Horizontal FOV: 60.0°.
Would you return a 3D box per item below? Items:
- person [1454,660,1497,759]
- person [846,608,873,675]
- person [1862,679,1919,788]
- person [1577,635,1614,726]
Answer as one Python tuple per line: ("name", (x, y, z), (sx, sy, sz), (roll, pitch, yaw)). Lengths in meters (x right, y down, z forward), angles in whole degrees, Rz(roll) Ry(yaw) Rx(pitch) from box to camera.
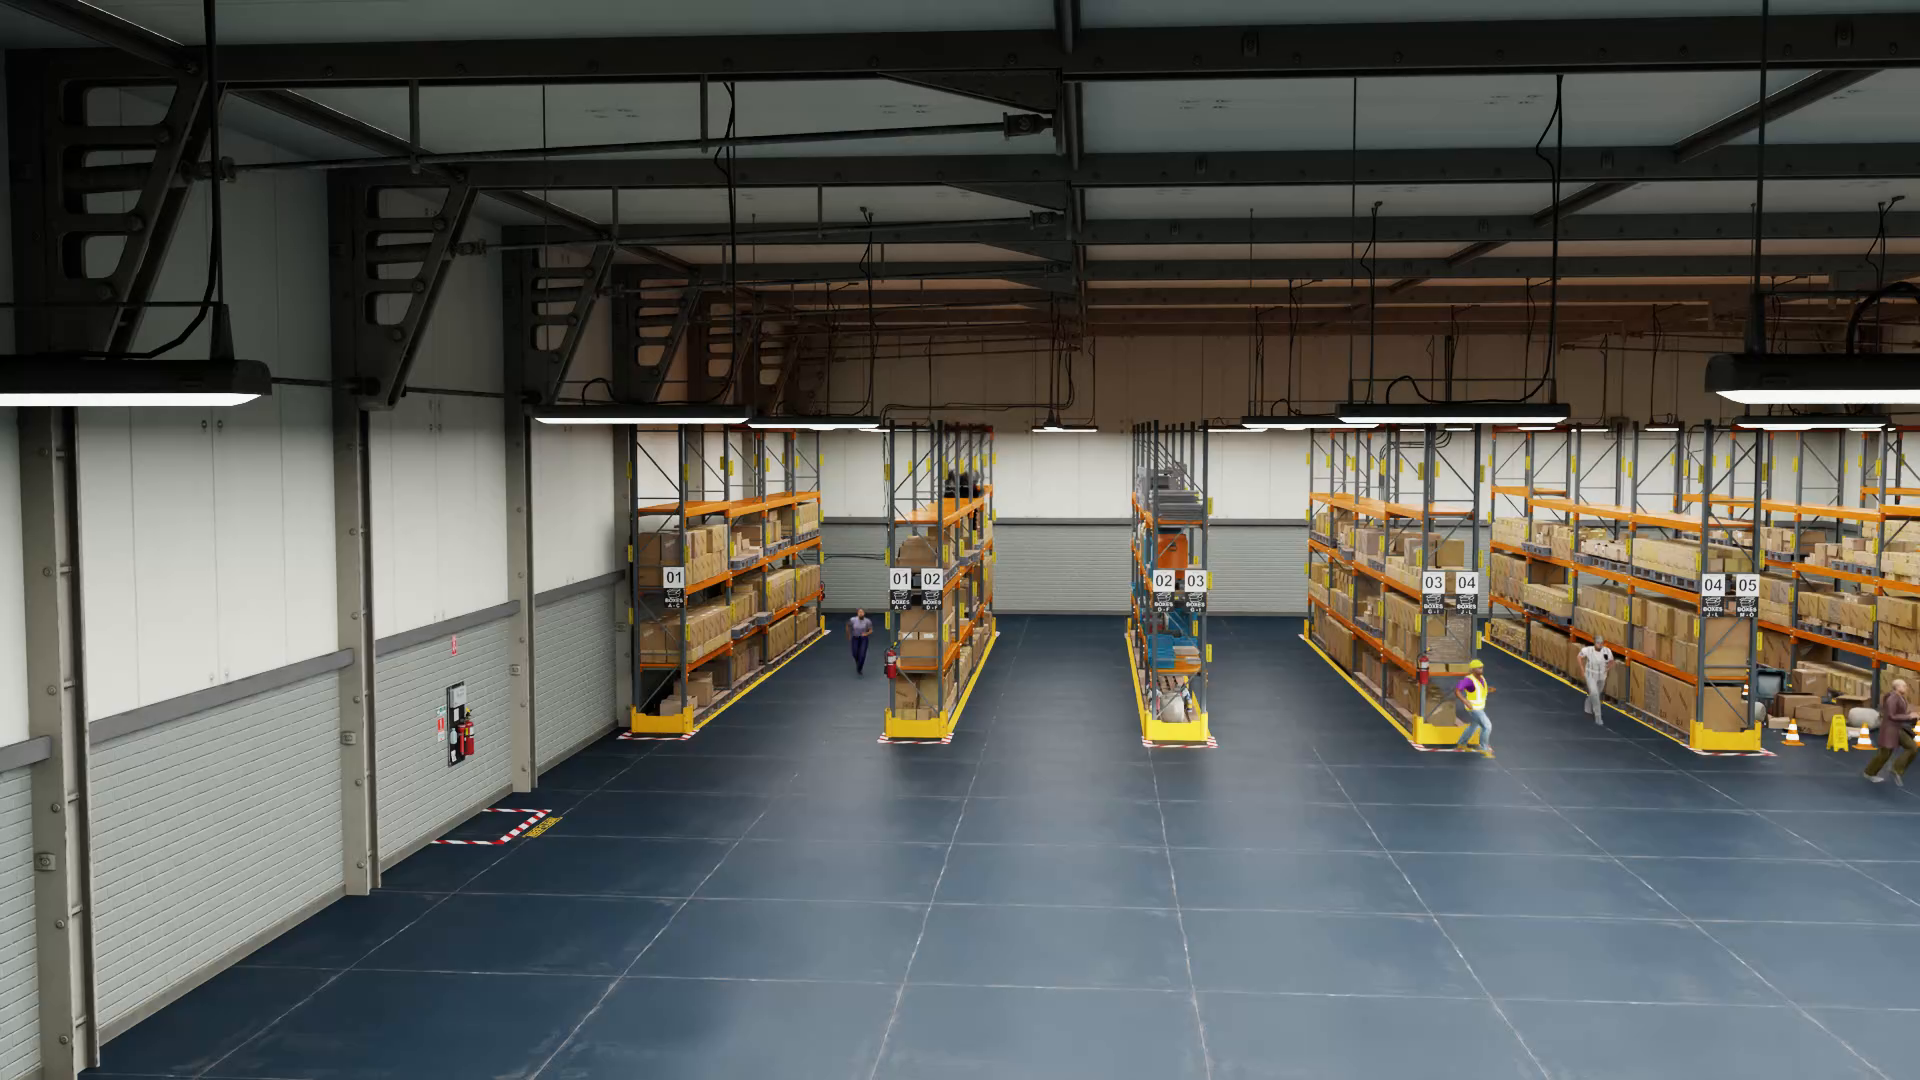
("person", (9.111, 2.997, 29.443), (0.729, 1.789, 0.704), (2, 4, 31))
("person", (-2.406, 2.439, 39.748), (0.645, 1.576, 0.624), (0, 4, 0))
("person", (15.156, 3.127, 27.016), (0.752, 1.773, 0.887), (-3, 5, -43))
("person", (12.698, 2.759, 33.259), (0.665, 1.785, 1.102), (0, 4, 0))
